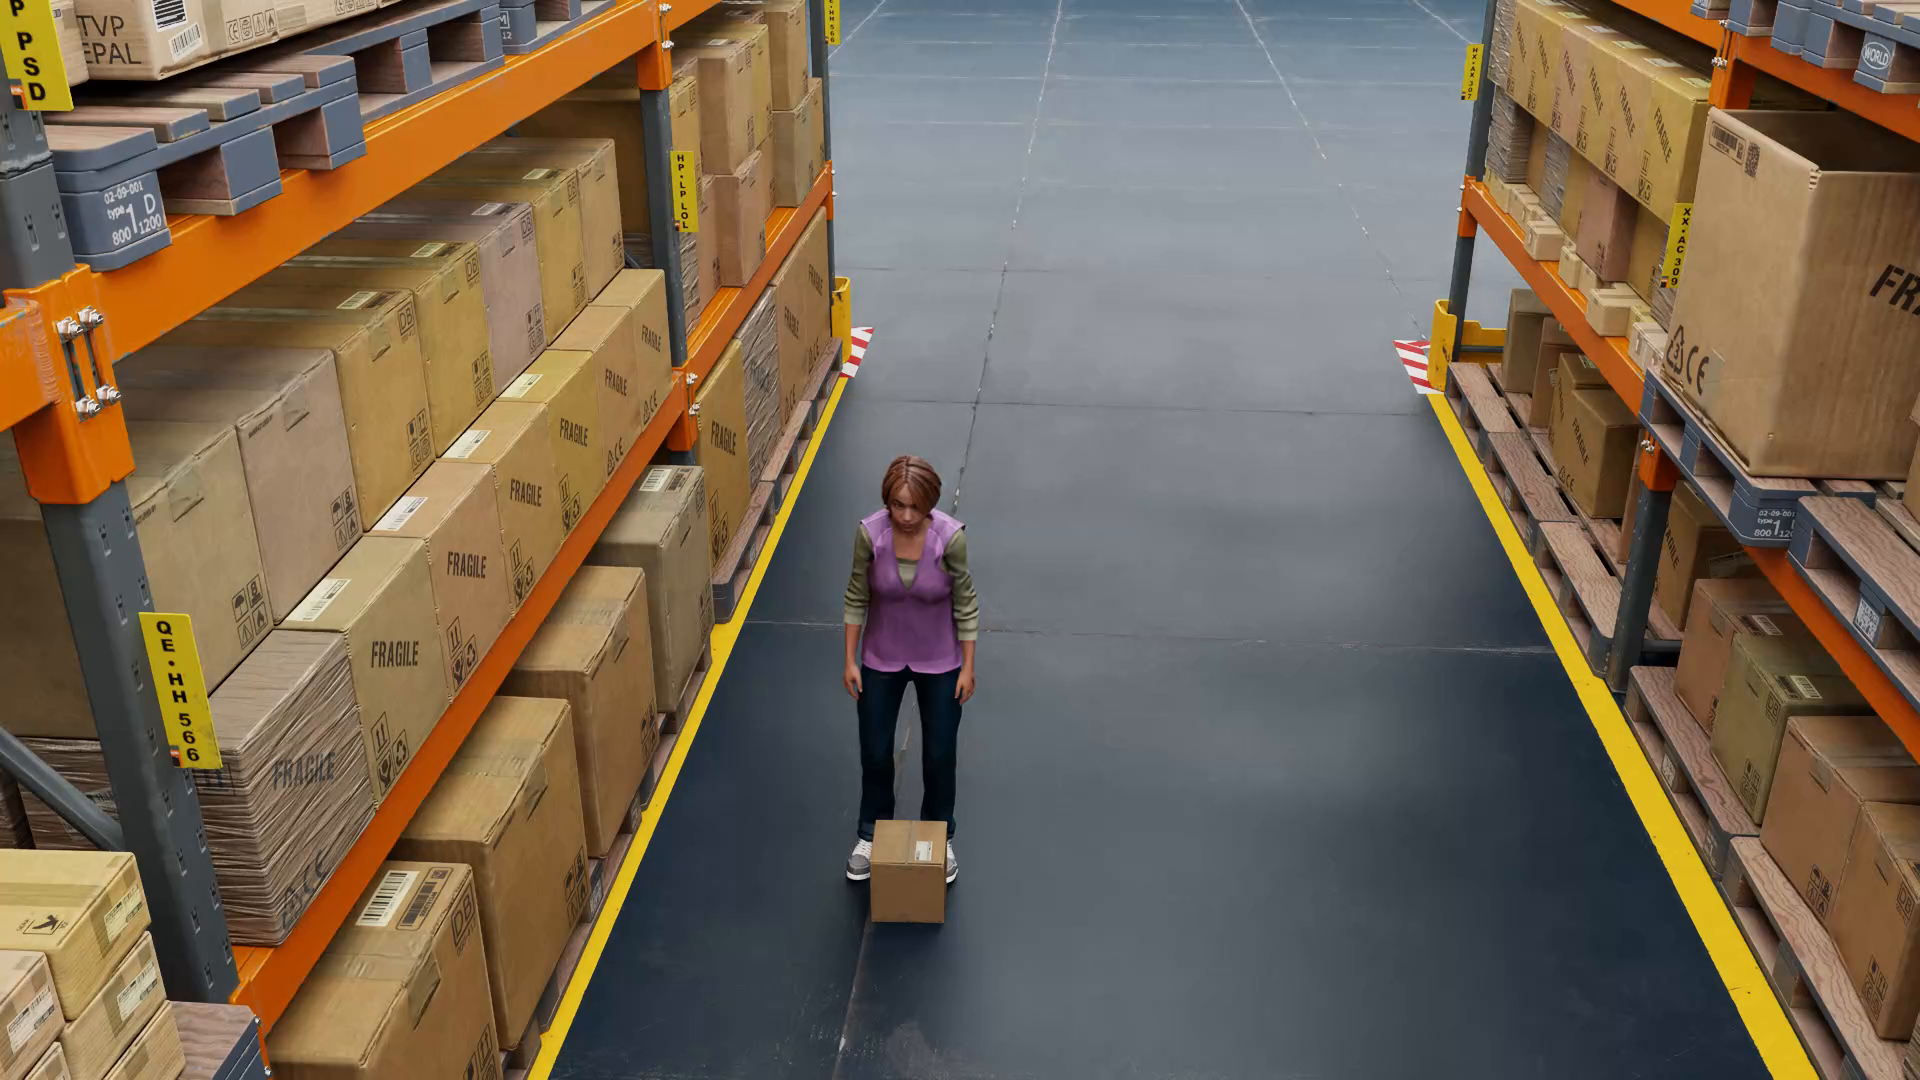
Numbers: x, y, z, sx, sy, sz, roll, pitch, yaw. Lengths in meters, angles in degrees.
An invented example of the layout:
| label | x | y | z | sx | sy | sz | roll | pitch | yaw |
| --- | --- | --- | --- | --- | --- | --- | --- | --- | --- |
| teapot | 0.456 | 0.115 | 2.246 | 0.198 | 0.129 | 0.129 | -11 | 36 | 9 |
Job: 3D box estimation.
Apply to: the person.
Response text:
| label | x | y | z | sx | sy | sz | roll | pitch | yaw |
| --- | --- | --- | --- | --- | --- | --- | --- | --- | --- |
| person | -0.167 | 0.441 | 5.682 | 0.461 | 1.582 | 0.343 | 2 | 25 | 4 |
